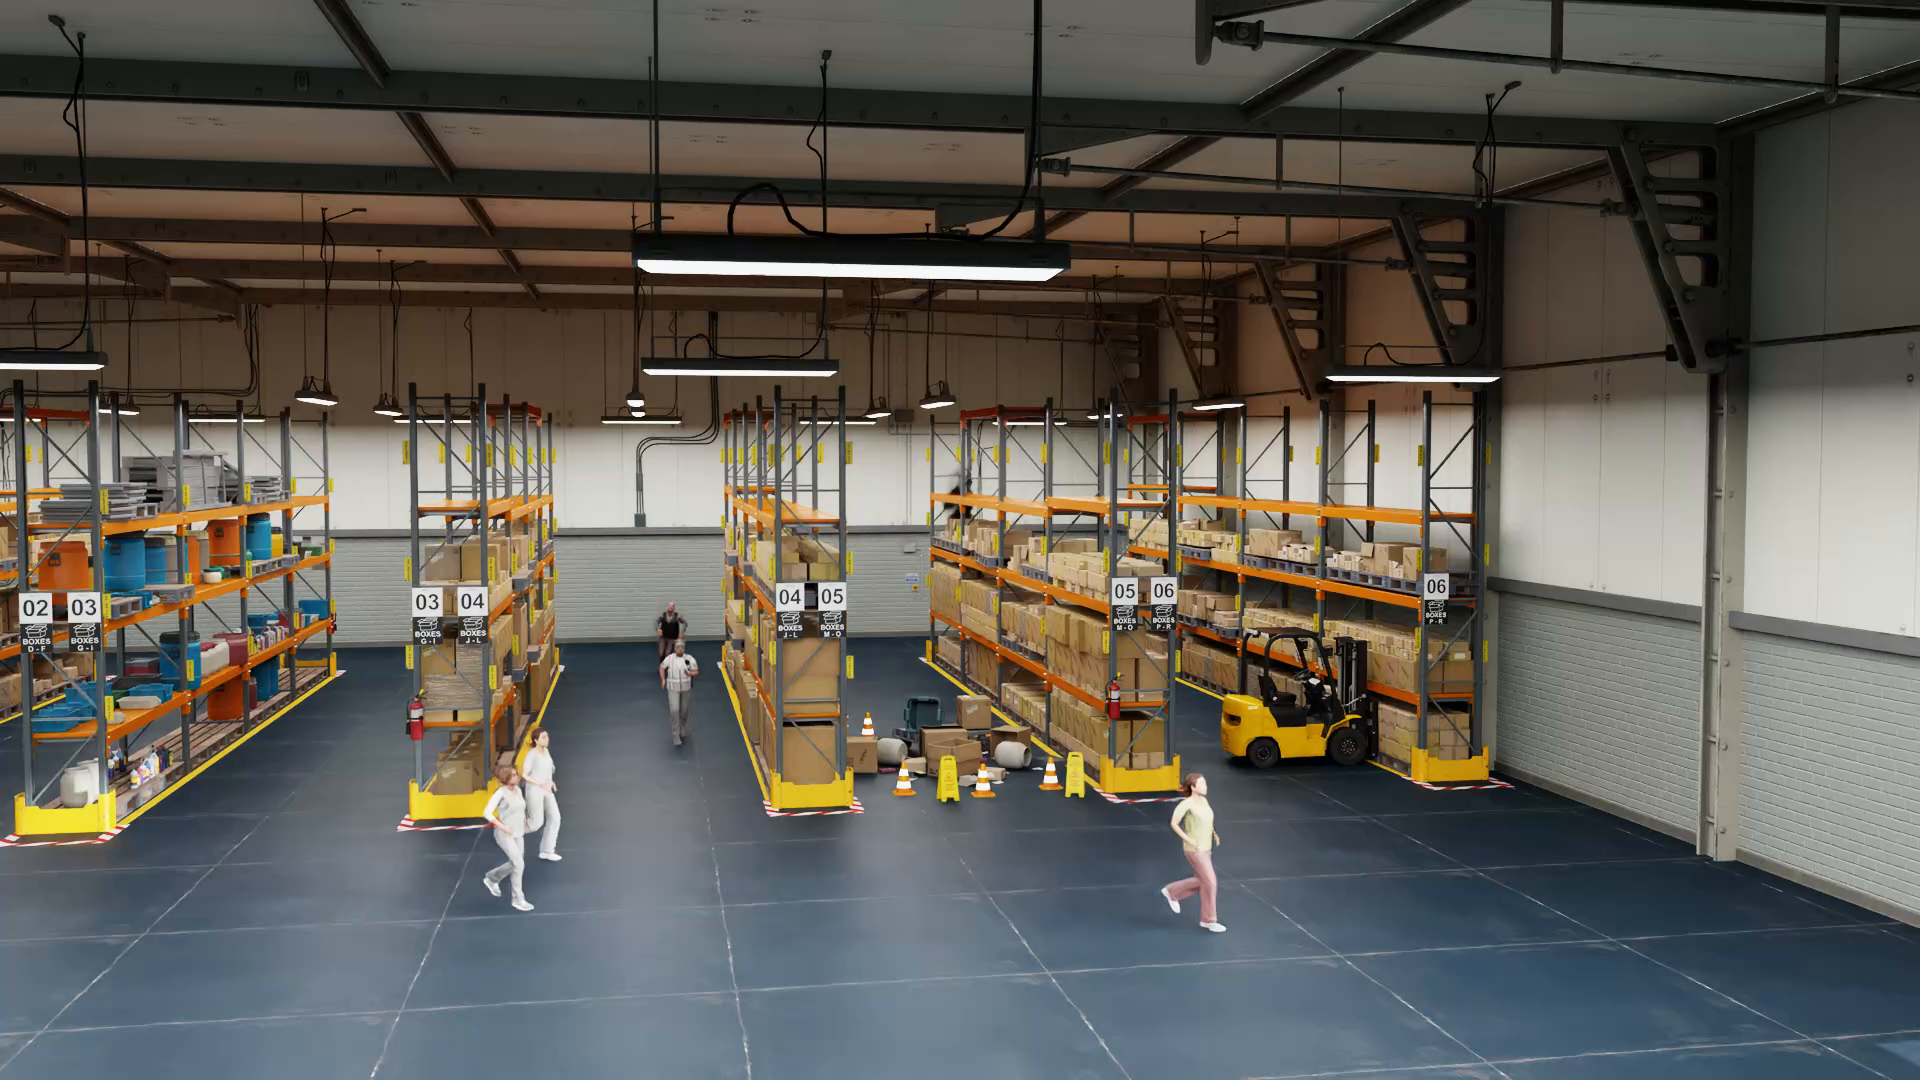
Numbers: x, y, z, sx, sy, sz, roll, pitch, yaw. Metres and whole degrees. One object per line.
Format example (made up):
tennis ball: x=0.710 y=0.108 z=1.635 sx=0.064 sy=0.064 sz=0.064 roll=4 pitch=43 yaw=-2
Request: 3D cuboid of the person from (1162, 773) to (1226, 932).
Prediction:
person: x=2.468 y=3.282 z=17.638 sx=0.790 sy=1.651 sz=0.593 roll=2 pitch=4 yaw=36

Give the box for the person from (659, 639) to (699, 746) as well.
person: x=-4.900 y=2.631 z=29.087 sx=0.646 sy=1.822 sz=0.870 roll=-1 pitch=3 yaw=-19

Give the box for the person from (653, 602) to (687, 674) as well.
person: x=-6.652 y=2.245 z=38.093 sx=0.750 sy=1.656 sz=0.524 roll=0 pitch=3 yaw=1

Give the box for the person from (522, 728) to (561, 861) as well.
person: x=-5.292 y=3.140 z=20.647 sx=0.805 sy=1.639 sz=0.560 roll=1 pitch=3 yaw=23

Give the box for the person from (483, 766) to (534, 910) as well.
person: x=-5.022 y=3.286 z=18.392 sx=0.664 sy=1.589 sz=0.550 roll=1 pitch=3 yaw=20
